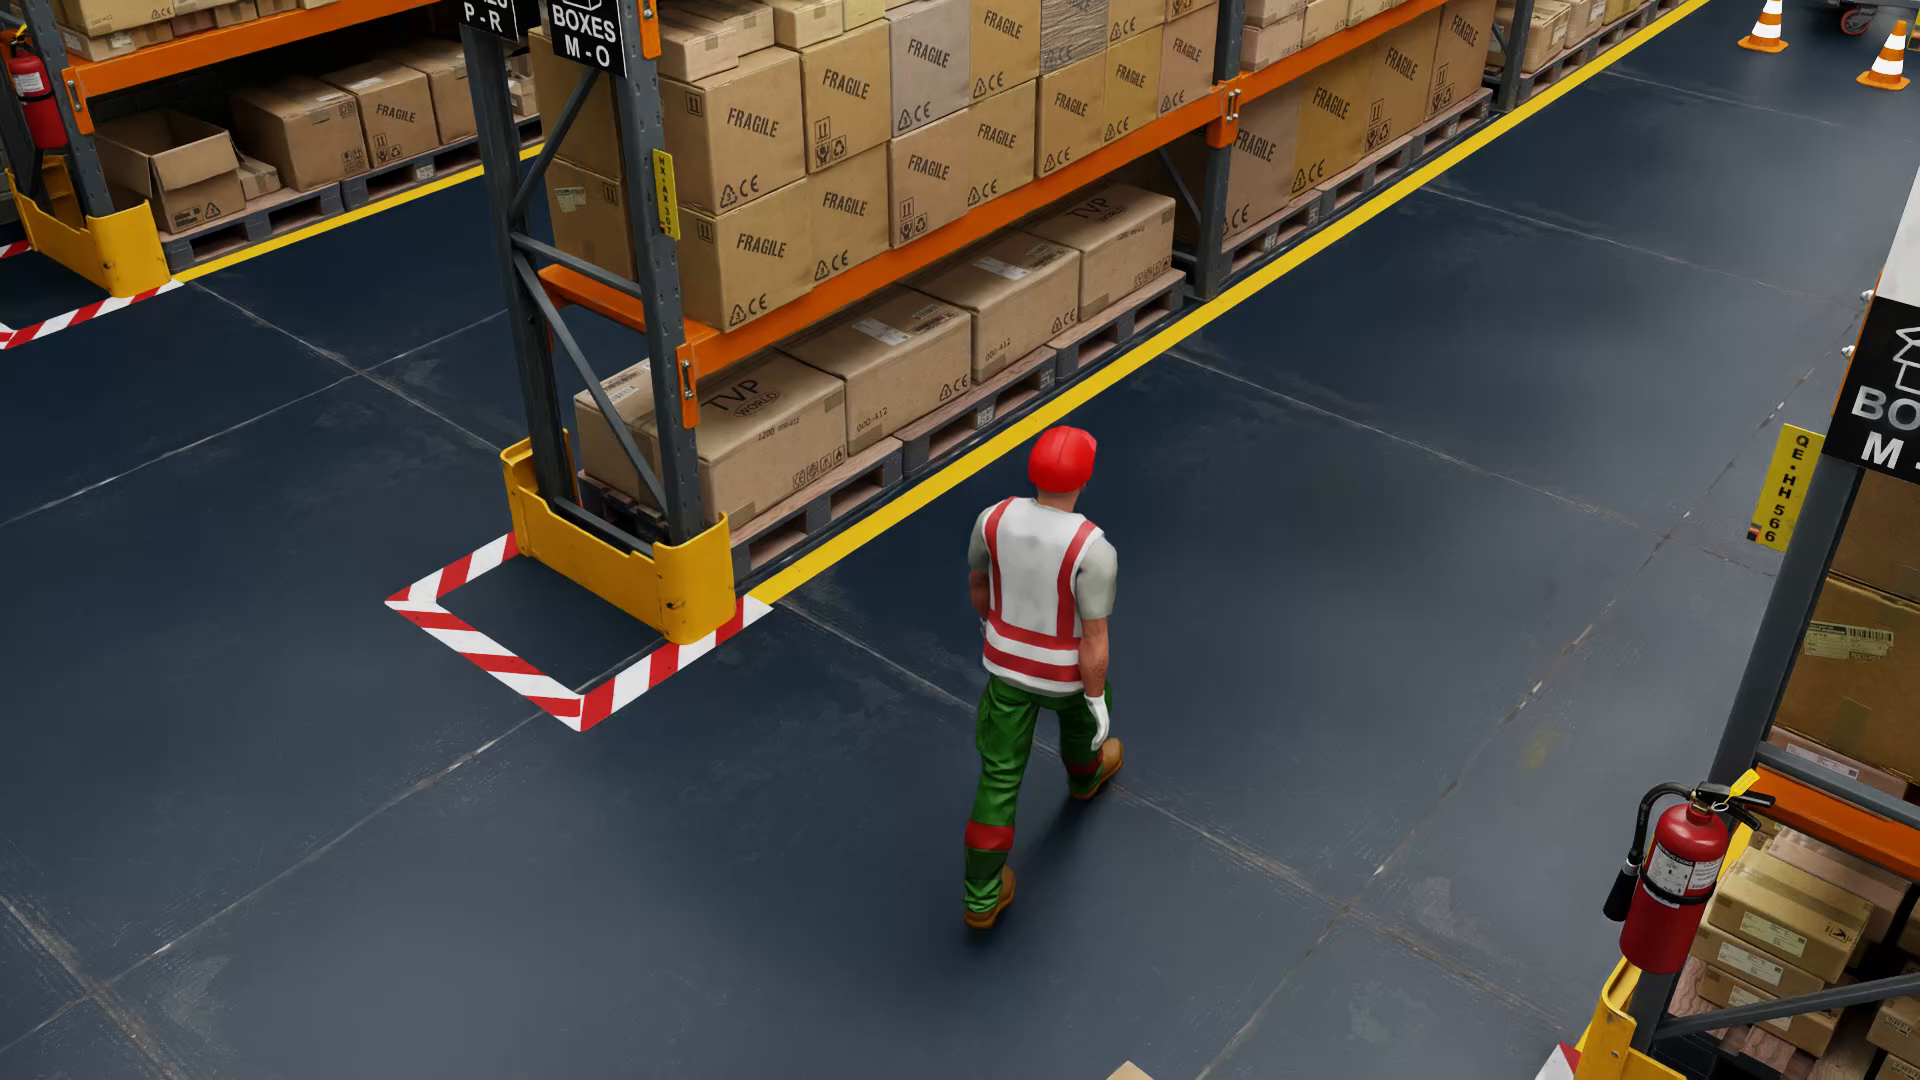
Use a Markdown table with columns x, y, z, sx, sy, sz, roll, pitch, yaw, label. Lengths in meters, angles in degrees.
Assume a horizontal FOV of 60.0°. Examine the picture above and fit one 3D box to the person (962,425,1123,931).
| x | y | z | sx | sy | sz | roll | pitch | yaw | label |
| --- | --- | --- | --- | --- | --- | --- | --- | --- | --- |
| 0.285 | 0.390 | 5.580 | 0.577 | 1.733 | 1.087 | 14 | 37 | 19 | person |
